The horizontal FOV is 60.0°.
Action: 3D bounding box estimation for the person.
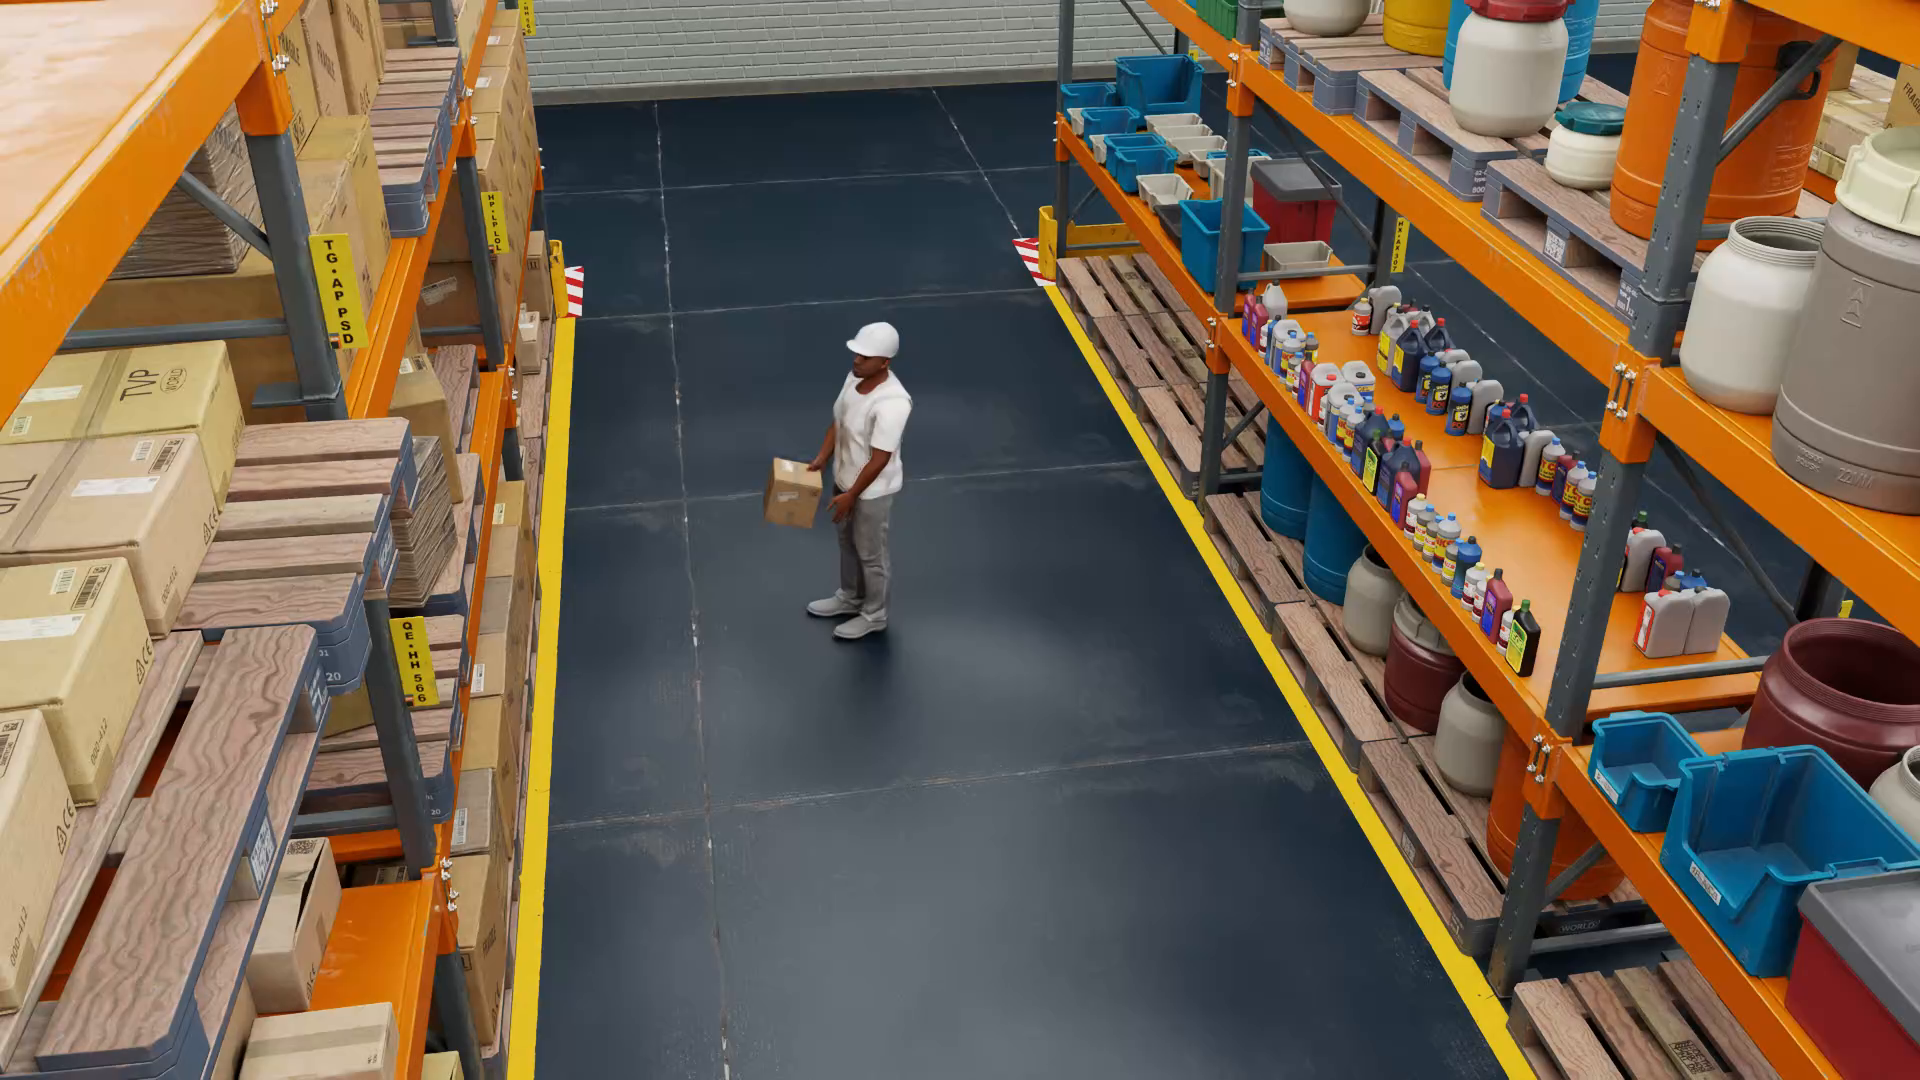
[{"bbox_3d":[-0.533,-0.294,8.597,0.496,1.773,0.583,-14,33,-22],"label":"person"}]
